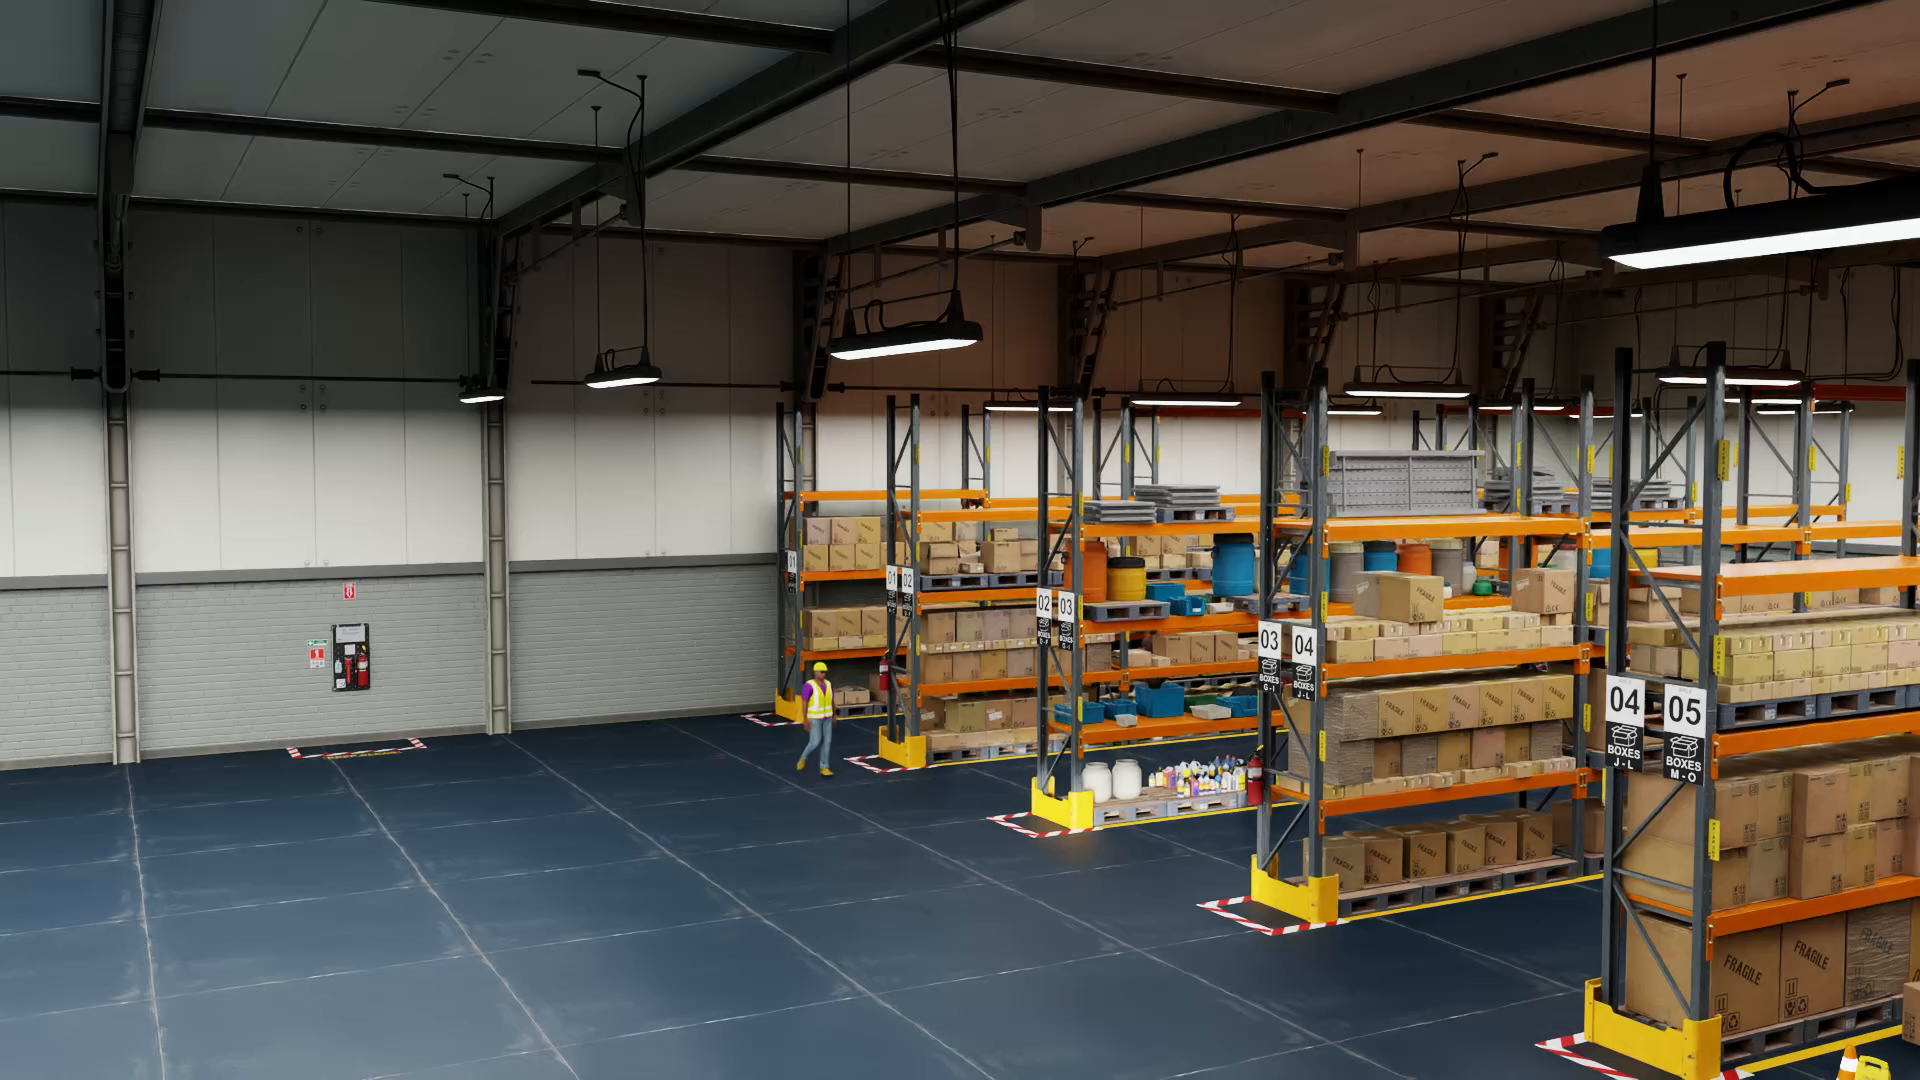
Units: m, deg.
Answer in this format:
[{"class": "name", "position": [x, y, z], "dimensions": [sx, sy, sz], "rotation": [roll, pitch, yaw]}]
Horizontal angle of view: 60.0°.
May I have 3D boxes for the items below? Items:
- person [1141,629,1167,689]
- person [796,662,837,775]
[{"class": "person", "position": [3.663, 2.487, 31.744], "dimensions": [0.592, 1.775, 0.617], "rotation": [-2, 4, -29]}, {"class": "person", "position": [-2.221, 2.793, 26.076], "dimensions": [0.586, 1.759, 0.612], "rotation": [-3, 4, -39]}]
